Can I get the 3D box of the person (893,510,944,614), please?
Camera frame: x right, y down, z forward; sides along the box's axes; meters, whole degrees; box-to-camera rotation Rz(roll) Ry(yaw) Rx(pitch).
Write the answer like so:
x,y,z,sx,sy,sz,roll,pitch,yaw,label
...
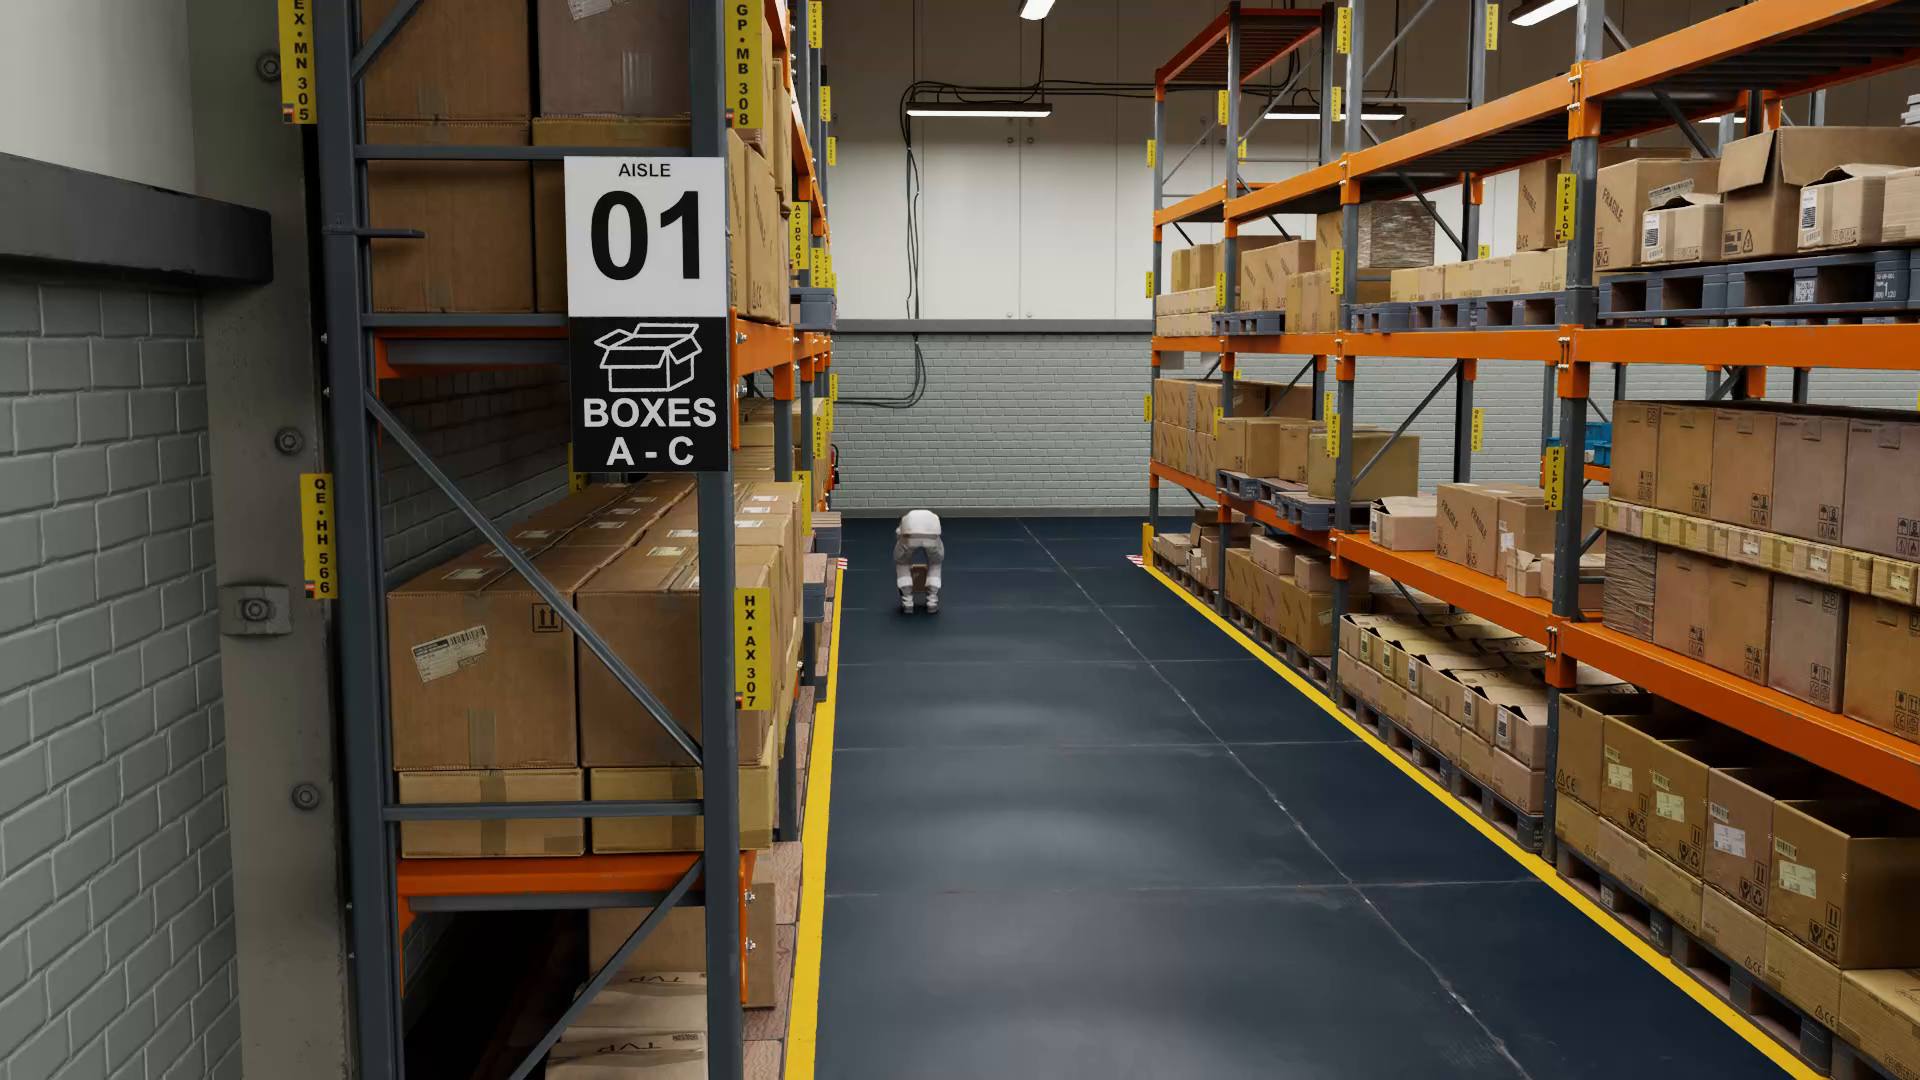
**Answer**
x,y,z,sx,sy,sz,roll,pitch,yaw,label
-0.437,0.190,17.151,0.520,1.048,0.960,-1,7,-6,person
